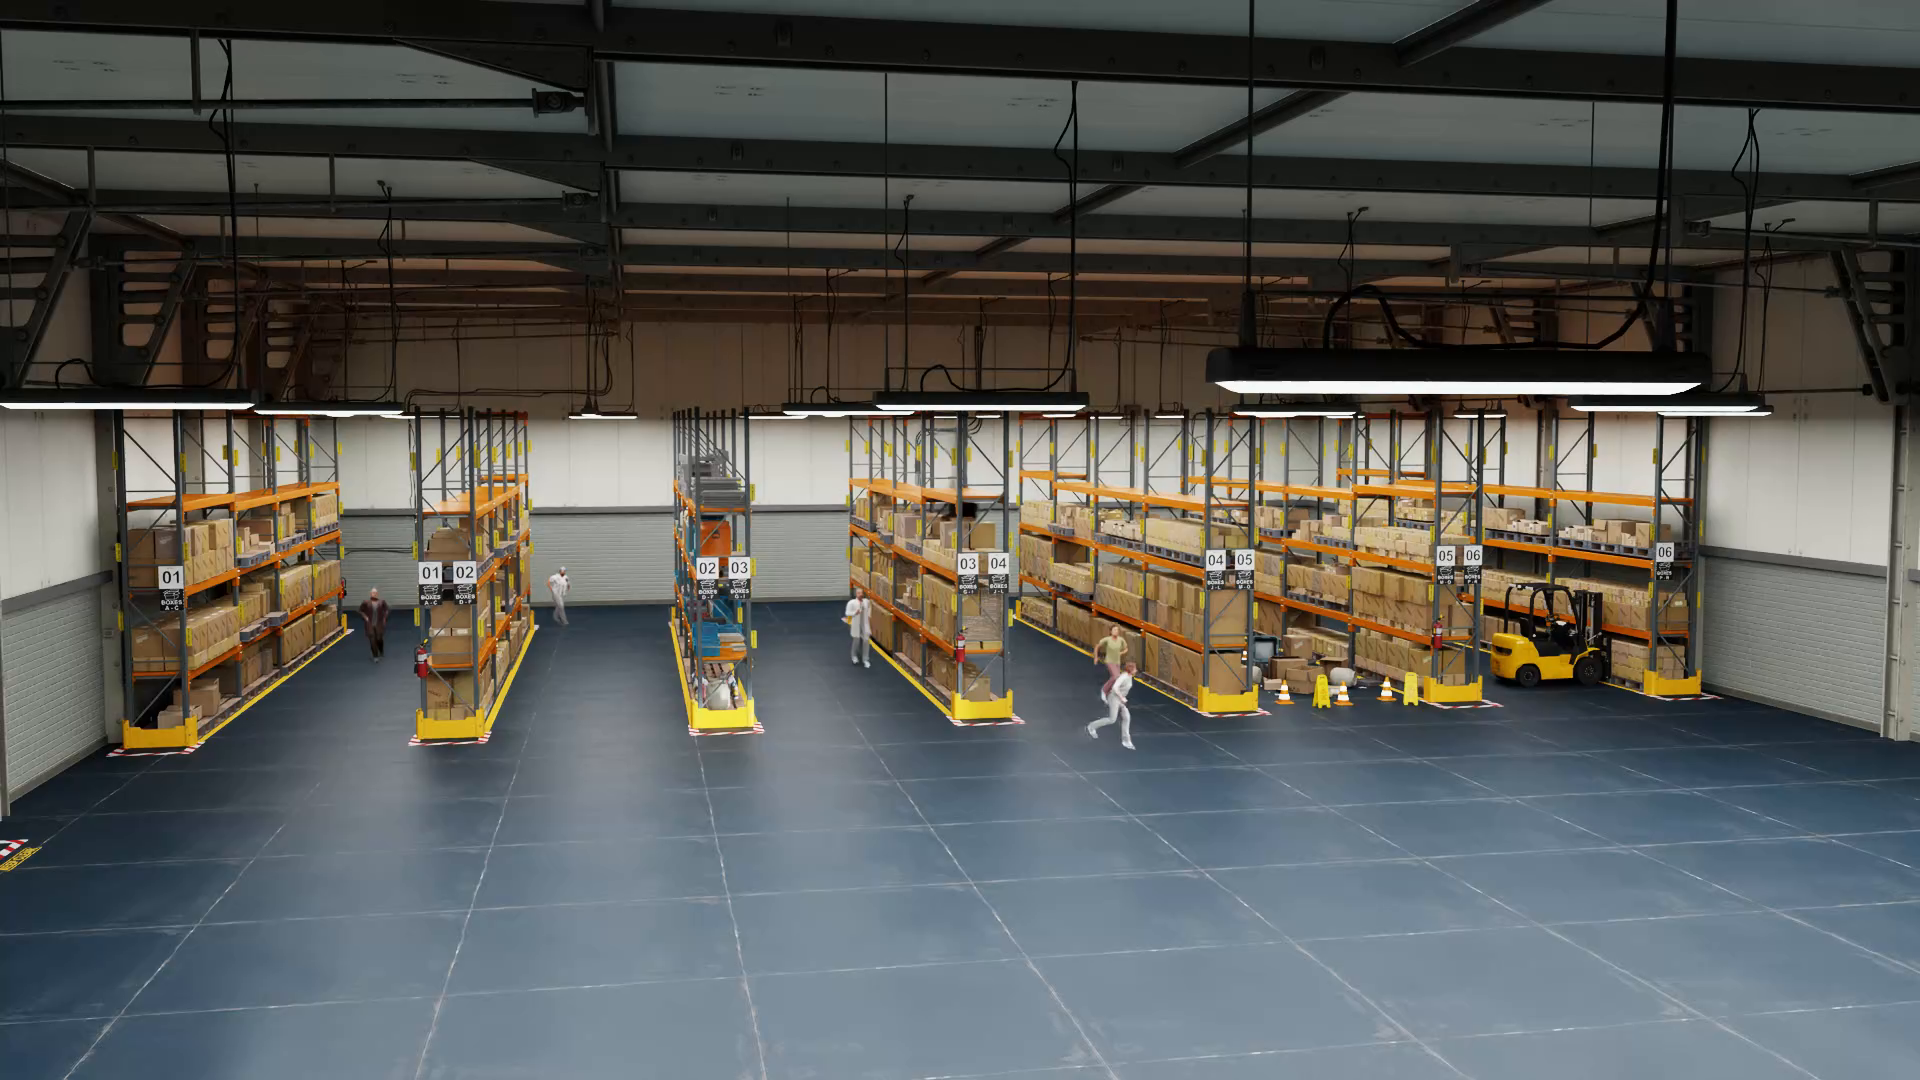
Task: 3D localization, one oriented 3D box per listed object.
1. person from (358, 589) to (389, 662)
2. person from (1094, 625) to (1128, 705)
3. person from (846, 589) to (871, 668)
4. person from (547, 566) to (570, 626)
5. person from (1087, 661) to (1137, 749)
[{"bbox_3d":[-13.983,2.037,39.681,0.699,1.747,0.678,-2,4,-23],"label":"person"},{"bbox_3d":[3.103,2.524,33.707,0.666,1.627,0.579,-2,5,-30],"label":"person"},{"bbox_3d":[-2.356,2.048,38.983,0.696,1.828,0.917,-1,4,-19],"label":"person"},{"bbox_3d":[-11.299,1.565,46.899,0.962,1.652,0.626,4,6,43],"label":"person"},{"bbox_3d":[2.686,2.892,29.341,0.900,1.549,0.560,1,4,19],"label":"person"}]
